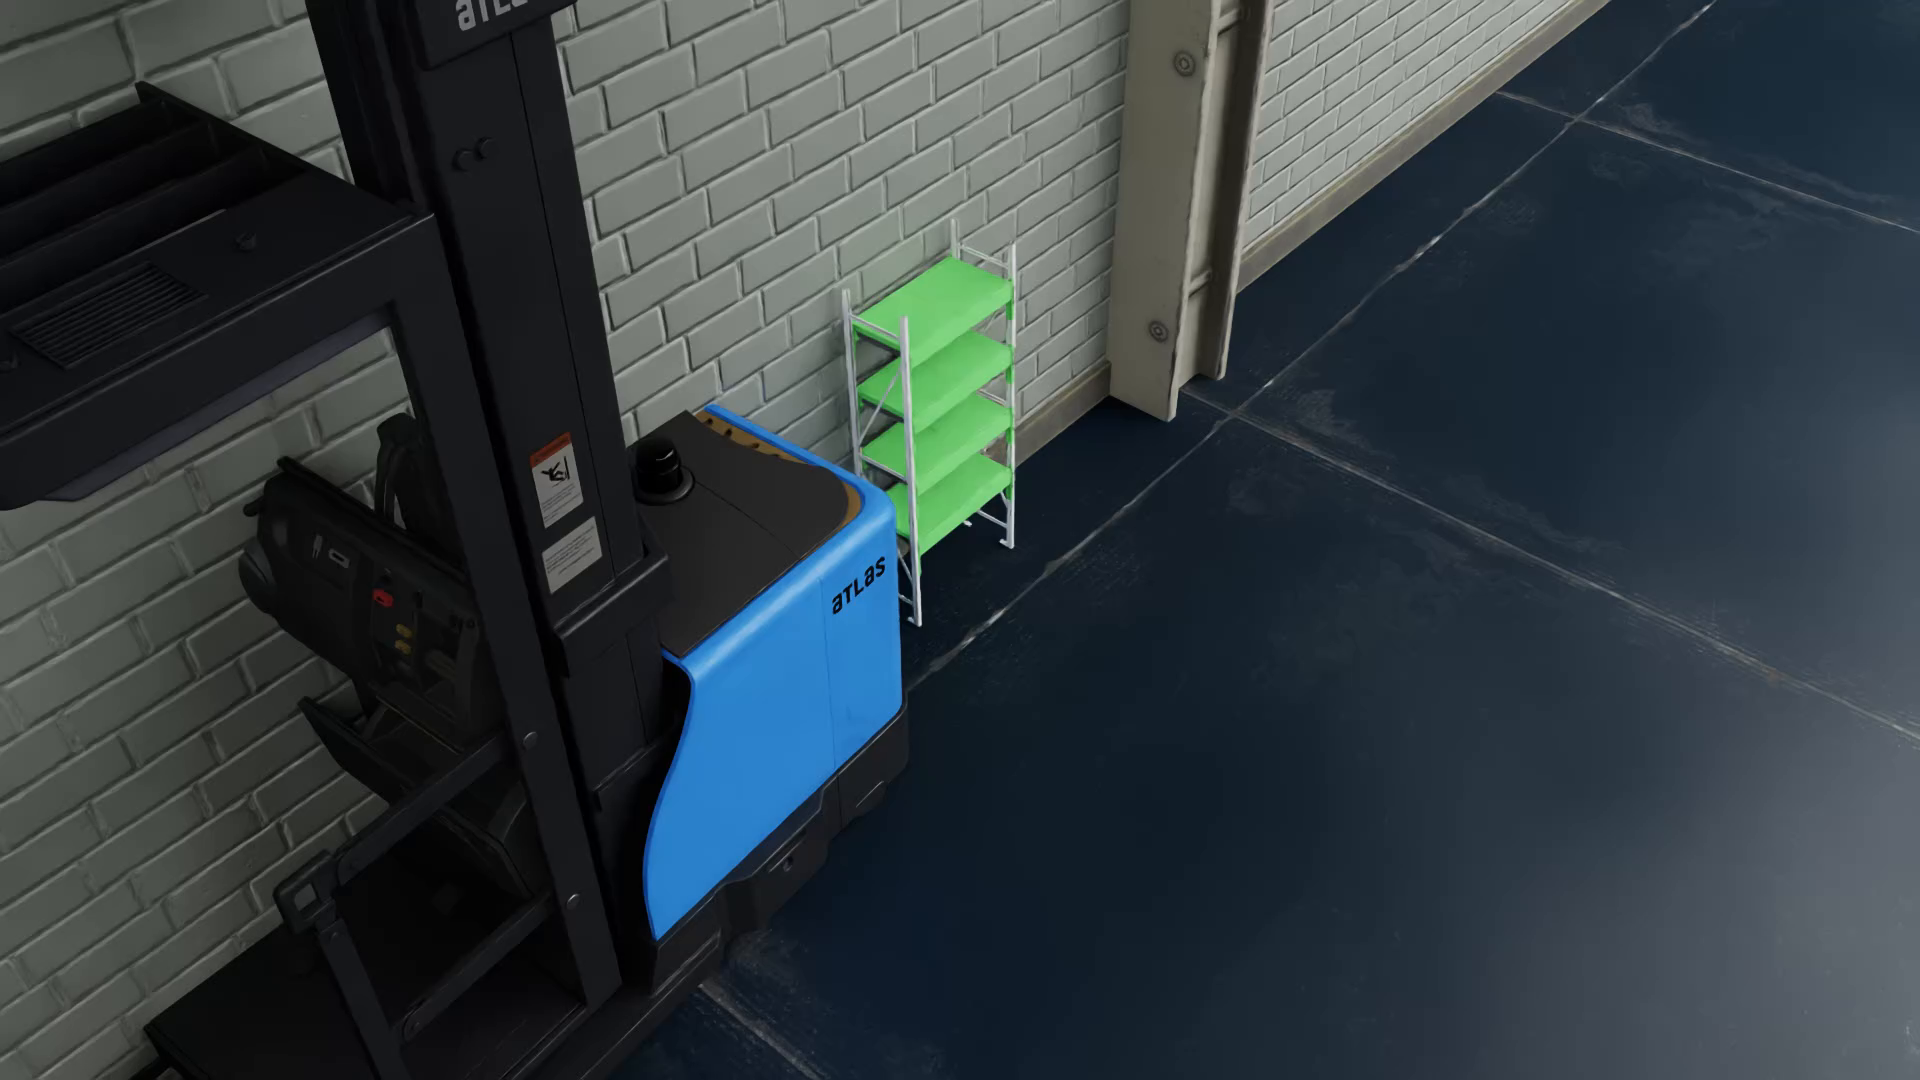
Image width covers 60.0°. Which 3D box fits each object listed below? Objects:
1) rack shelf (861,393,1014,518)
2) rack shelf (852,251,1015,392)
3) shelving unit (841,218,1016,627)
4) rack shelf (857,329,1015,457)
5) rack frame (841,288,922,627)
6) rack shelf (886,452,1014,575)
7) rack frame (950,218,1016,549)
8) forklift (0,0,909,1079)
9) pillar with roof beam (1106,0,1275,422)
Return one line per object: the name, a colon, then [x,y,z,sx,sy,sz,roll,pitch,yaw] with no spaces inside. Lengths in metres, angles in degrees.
rack shelf: [-0.076,-0.297,5.275,0.258,0.148,0.480,28,49,29]
rack shelf: [-0.084,-0.657,4.958,0.258,0.148,0.480,28,49,29]
shelving unit: [-0.077,-0.345,5.233,0.258,1.200,0.503,28,49,29]
rack shelf: [-0.080,-0.477,5.117,0.258,0.148,0.480,28,49,29]
rack frame: [-0.232,-0.219,5.094,0.240,1.200,0.015,28,49,29]
rack shelf: [-0.072,-0.117,5.434,0.258,0.148,0.480,28,49,29]
rack frame: [0.078,-0.472,5.372,0.240,1.200,0.015,28,49,29]
forklift: [-1.443,0.188,3.365,1.130,2.935,3.031,27,49,27]
pillar with roof beam: [4.083,-2.074,1.342,9.100,9.000,0.400,29,50,28]
